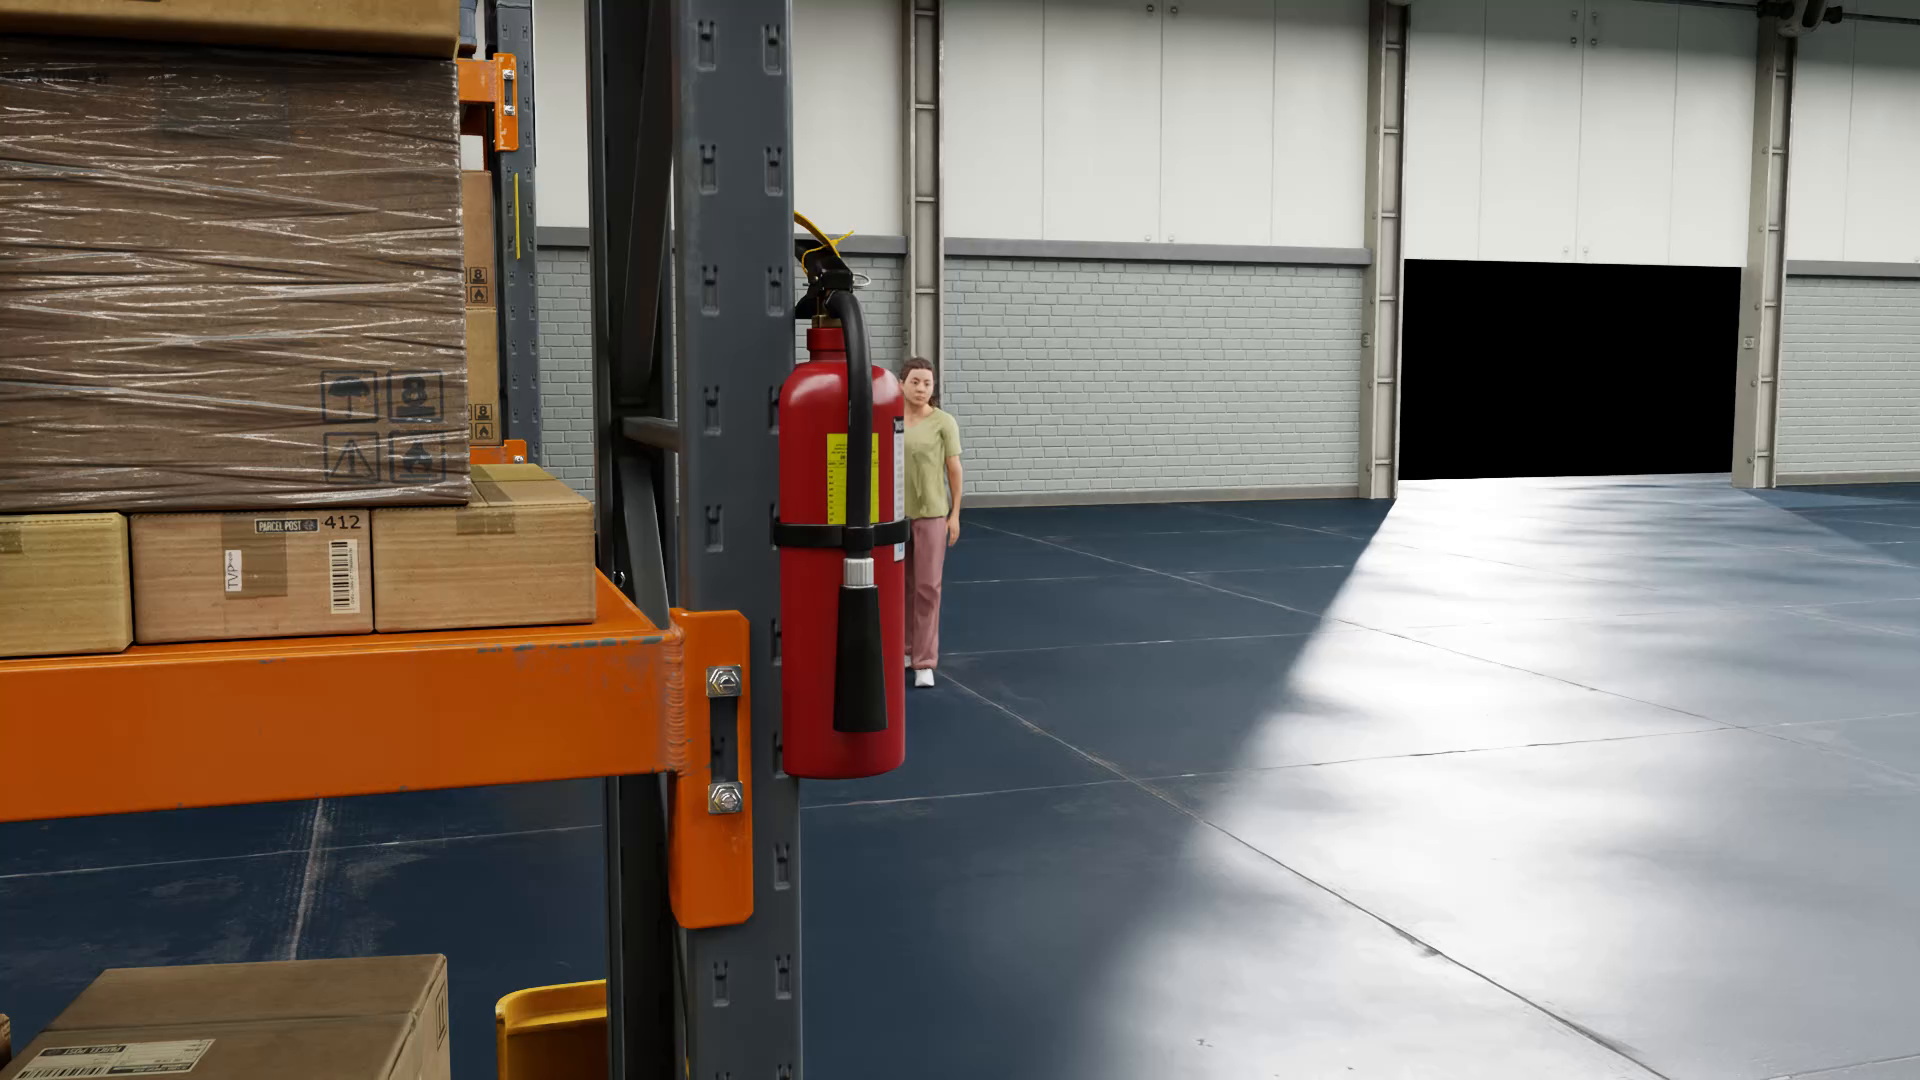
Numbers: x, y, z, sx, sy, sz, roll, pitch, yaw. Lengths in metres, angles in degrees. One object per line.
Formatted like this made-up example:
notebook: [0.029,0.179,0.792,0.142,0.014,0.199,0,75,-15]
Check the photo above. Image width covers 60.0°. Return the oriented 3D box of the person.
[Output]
person: [-0.231,-0.109,8.606,0.481,1.668,0.565,2,6,21]
